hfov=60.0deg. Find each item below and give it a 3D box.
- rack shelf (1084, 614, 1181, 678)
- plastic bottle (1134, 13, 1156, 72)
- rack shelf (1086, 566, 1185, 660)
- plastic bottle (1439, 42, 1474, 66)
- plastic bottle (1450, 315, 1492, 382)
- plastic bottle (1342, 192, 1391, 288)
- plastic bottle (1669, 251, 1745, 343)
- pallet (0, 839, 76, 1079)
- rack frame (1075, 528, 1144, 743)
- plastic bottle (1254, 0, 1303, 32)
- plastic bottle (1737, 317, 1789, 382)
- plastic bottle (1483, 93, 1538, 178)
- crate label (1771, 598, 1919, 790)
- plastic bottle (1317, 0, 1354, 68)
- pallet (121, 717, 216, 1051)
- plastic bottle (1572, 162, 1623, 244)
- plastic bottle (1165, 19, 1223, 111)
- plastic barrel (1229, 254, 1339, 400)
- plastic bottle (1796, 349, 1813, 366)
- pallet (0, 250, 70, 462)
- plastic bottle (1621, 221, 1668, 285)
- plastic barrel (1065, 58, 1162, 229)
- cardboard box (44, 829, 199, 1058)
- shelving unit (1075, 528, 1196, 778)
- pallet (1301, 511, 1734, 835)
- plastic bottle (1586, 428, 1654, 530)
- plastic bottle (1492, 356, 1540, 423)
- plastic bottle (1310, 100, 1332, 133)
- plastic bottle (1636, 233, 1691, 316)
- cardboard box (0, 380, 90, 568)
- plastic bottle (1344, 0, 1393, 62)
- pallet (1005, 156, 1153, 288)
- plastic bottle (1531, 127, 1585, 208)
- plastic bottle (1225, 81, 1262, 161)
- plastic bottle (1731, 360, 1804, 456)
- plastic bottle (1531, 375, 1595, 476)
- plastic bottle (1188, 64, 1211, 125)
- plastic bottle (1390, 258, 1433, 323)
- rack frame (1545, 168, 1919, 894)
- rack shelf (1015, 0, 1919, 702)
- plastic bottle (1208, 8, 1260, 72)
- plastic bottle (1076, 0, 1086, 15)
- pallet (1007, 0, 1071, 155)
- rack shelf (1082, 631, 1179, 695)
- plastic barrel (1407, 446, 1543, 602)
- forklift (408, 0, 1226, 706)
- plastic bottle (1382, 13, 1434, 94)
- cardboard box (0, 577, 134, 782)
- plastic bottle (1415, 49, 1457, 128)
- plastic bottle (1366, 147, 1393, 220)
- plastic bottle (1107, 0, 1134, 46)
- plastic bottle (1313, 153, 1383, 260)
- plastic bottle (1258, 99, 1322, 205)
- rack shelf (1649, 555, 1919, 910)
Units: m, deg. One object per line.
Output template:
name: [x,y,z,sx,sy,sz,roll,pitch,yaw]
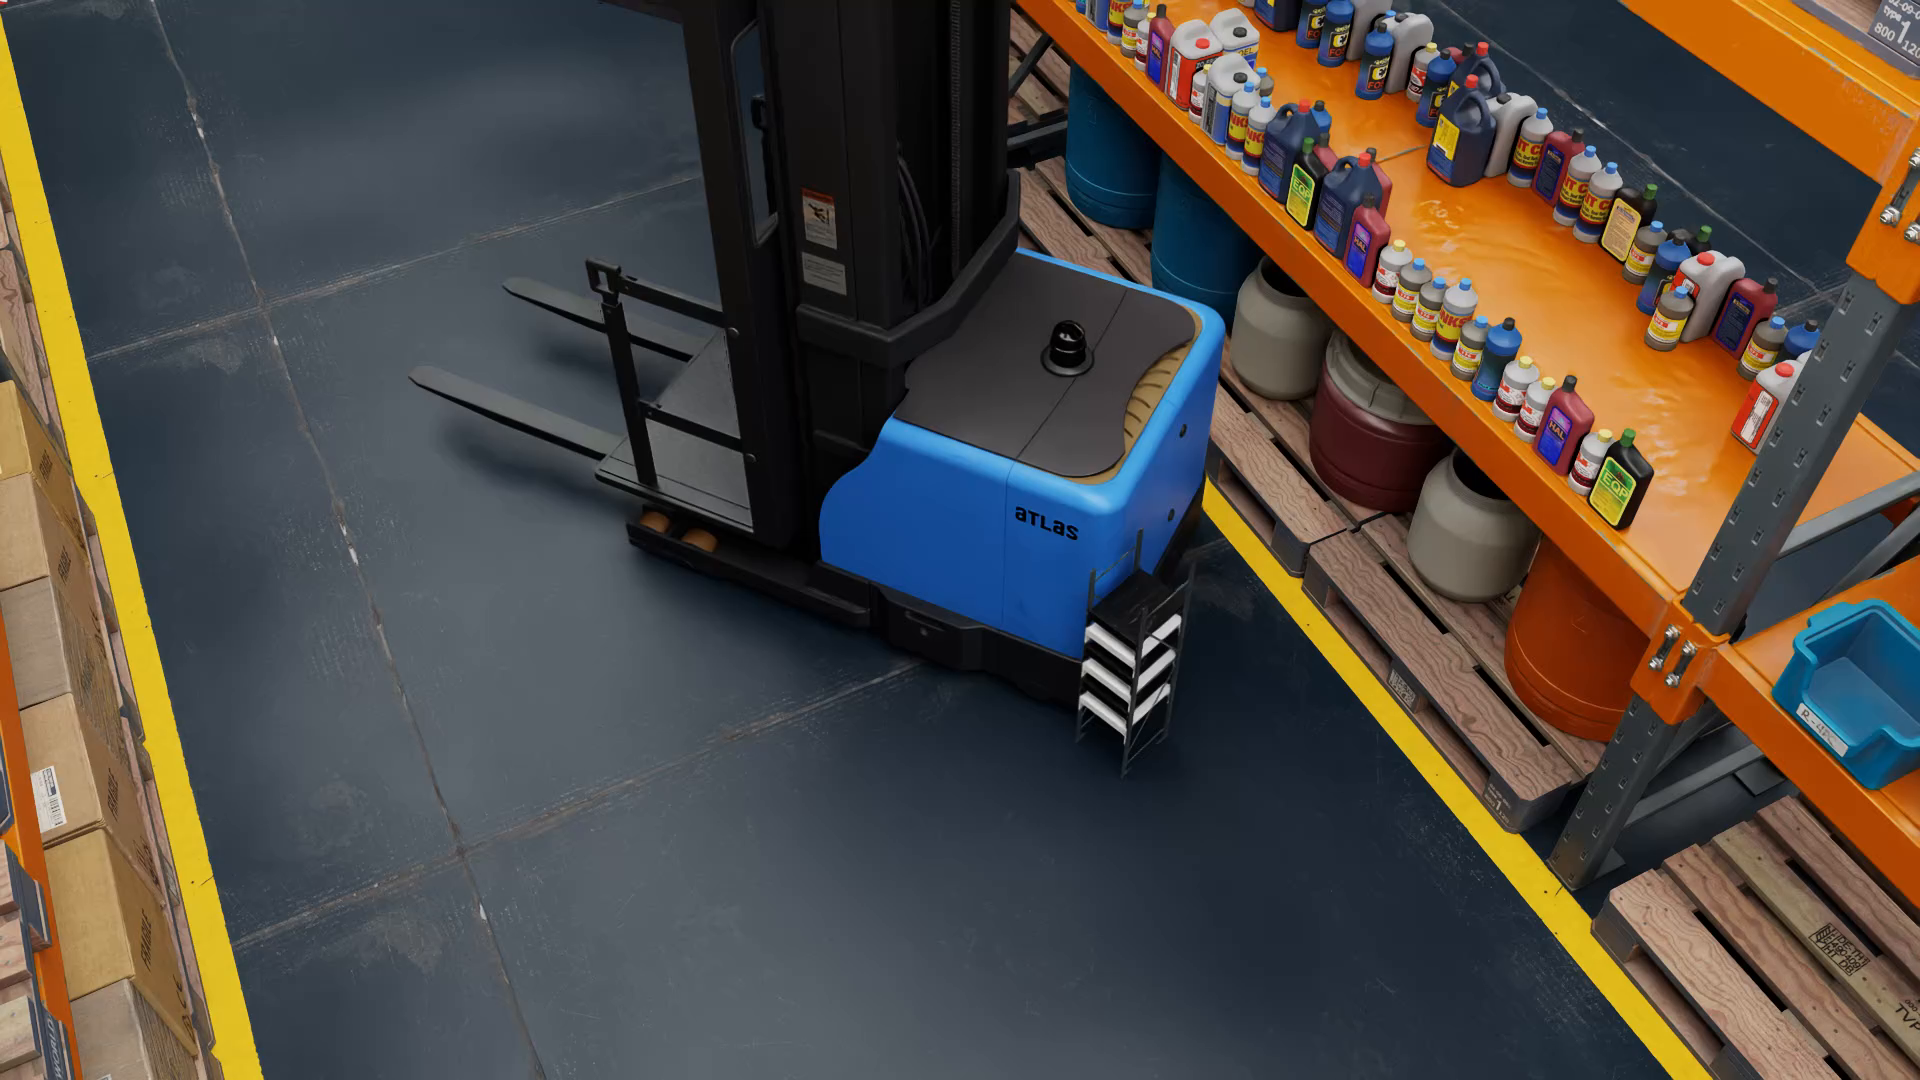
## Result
rack shelf: [0.549,0.283,5.210,0.200,0.077,0.258,36,58,27]
plastic bottle: [0.680,-1.790,5.954,0.097,0.201,0.097,0,49,0]
rack shelf: [0.549,0.224,5.142,0.200,0.077,0.258,36,58,27]
plastic bottle: [1.701,-1.601,5.735,0.061,0.283,0.133,-21,52,-18]
plastic bottle: [1.512,-0.573,4.890,0.097,0.201,0.097,0,49,0]
plastic bottle: [1.265,-0.931,5.149,0.061,0.283,0.133,-21,52,-18]
plastic bottle: [2.230,-0.751,4.996,0.152,0.276,0.135,-21,52,-18]
pallet: [-2.427,1.256,3.286,1.213,0.211,1.003,-21,52,-18]
rack frame: [0.476,0.326,5.367,0.006,0.900,0.240,36,58,27]
plastic bottle: [1.190,-2.066,6.097,0.144,0.351,0.185,-21,52,-18]
plastic bottle: [2.368,-0.569,4.887,0.097,0.201,0.097,0,49,0]
plastic bottle: [1.807,-1.369,5.537,0.152,0.276,0.135,-21,52,-18]
crate label: [2.212,0.385,4.032,0.303,0.233,0.416,-21,52,-18]
plastic bottle: [1.347,-1.836,5.948,0.097,0.271,0.097,0,49,0]
pallet: [-2.916,1.212,5.049,1.003,0.211,1.213,-21,52,-18]
plastic bottle: [2.034,-1.080,5.287,0.097,0.271,0.097,0,49,0]
plastic bottle: [0.818,-1.657,5.789,0.152,0.276,0.135,-21,52,-18]
plastic barrel: [1.258,-0.825,6.352,0.421,0.512,0.421,0,49,0]
plastic bottle: [2.441,-0.441,4.725,0.152,0.276,0.135,-21,52,-18]
pallet: [-4.198,-0.596,6.632,1.003,0.211,1.213,-21,52,-18]
plastic bottle: [2.140,-0.903,5.179,0.097,0.201,0.097,0,49,0]
plastic barrel: [0.755,-1.836,6.978,0.600,0.901,0.708,-21,52,-18]
cardboard box: [-2.478,1.212,4.566,0.500,0.500,0.500,-22,52,-18]
shelving unit: [0.549,0.380,5.320,0.210,0.900,0.258,36,58,27]
pallet: [1.954,0.324,5.827,1.003,0.211,1.213,-21,52,-18]
plastic bottle: [1.788,-0.166,4.480,0.061,0.283,0.133,-21,52,-18]
plastic bottle: [1.601,-0.443,4.776,0.097,0.201,0.097,0,49,0]
plastic bottle: [1.171,-1.332,5.508,0.097,0.271,0.097,0,49,0]
plastic bottle: [2.147,-0.815,5.056,0.097,0.271,0.097,0,49,0]
cardboard box: [-3.404,-0.145,5.752,0.500,0.500,0.500,-21,52,-18]
plastic bottle: [1.449,-1.893,5.995,0.152,0.276,0.135,-21,52,-18]
pallet: [0.838,-1.309,7.255,1.003,0.211,1.213,-21,52,-18]
plastic bottle: [1.953,-1.233,5.413,0.061,0.283,0.133,-21,52,-18]
plastic bottle: [0.953,-1.413,5.578,0.097,0.271,0.097,0,49,0]
plastic bottle: [2.306,-0.389,4.680,0.152,0.276,0.135,-21,52,-18]
plastic bottle: [1.682,-0.321,4.615,0.061,0.283,0.133,-21,52,-18]
plastic bottle: [0.847,-1.545,5.740,0.097,0.201,0.097,0,49,0]
plastic bottle: [1.378,-0.768,5.061,0.097,0.201,0.097,0,49,0]
rack frame: [2.352,-0.081,4.328,1.000,3.000,0.127,-21,52,-18]
rack shelf: [1.437,-1.183,5.770,1.077,0.370,4.000,-21,52,-18]
plastic bottle: [0.954,-1.709,5.834,0.152,0.276,0.135,-21,52,-18]
plastic bottle: [0.485,-2.098,6.178,0.097,0.271,0.097,0,49,0]
pallet: [0.151,-2.319,8.138,1.003,0.211,1.213,-21,52,-18]
rack shelf: [0.549,0.342,5.277,0.200,0.077,0.258,36,58,27]
plastic barrel: [1.775,-0.069,5.691,0.421,0.512,0.421,0,49,0]
forklift: [-0.661,-1.183,5.337,3.031,2.935,1.130,20,52,17]
plastic bottle: [1.555,-1.738,5.859,0.152,0.276,0.135,-21,52,-18]
cardboard box: [-2.956,0.525,5.167,0.500,0.500,0.500,-21,52,-17]
plastic bottle: [1.639,-1.558,5.705,0.097,0.271,0.097,0,49,0]
plastic bottle: [1.308,-1.105,5.301,0.061,0.283,0.133,-21,52,-18]
plastic bottle: [0.591,-1.943,6.042,0.097,0.271,0.097,0,49,0]
plastic bottle: [1.229,-1.074,5.230,0.144,0.351,0.185,-21,52,-18]
plastic bottle: [1.083,-1.287,5.416,0.144,0.351,0.185,-21,52,-18]
rack shelf: [3.267,1.494,3.428,1.077,0.370,4.000,-21,52,-18]
